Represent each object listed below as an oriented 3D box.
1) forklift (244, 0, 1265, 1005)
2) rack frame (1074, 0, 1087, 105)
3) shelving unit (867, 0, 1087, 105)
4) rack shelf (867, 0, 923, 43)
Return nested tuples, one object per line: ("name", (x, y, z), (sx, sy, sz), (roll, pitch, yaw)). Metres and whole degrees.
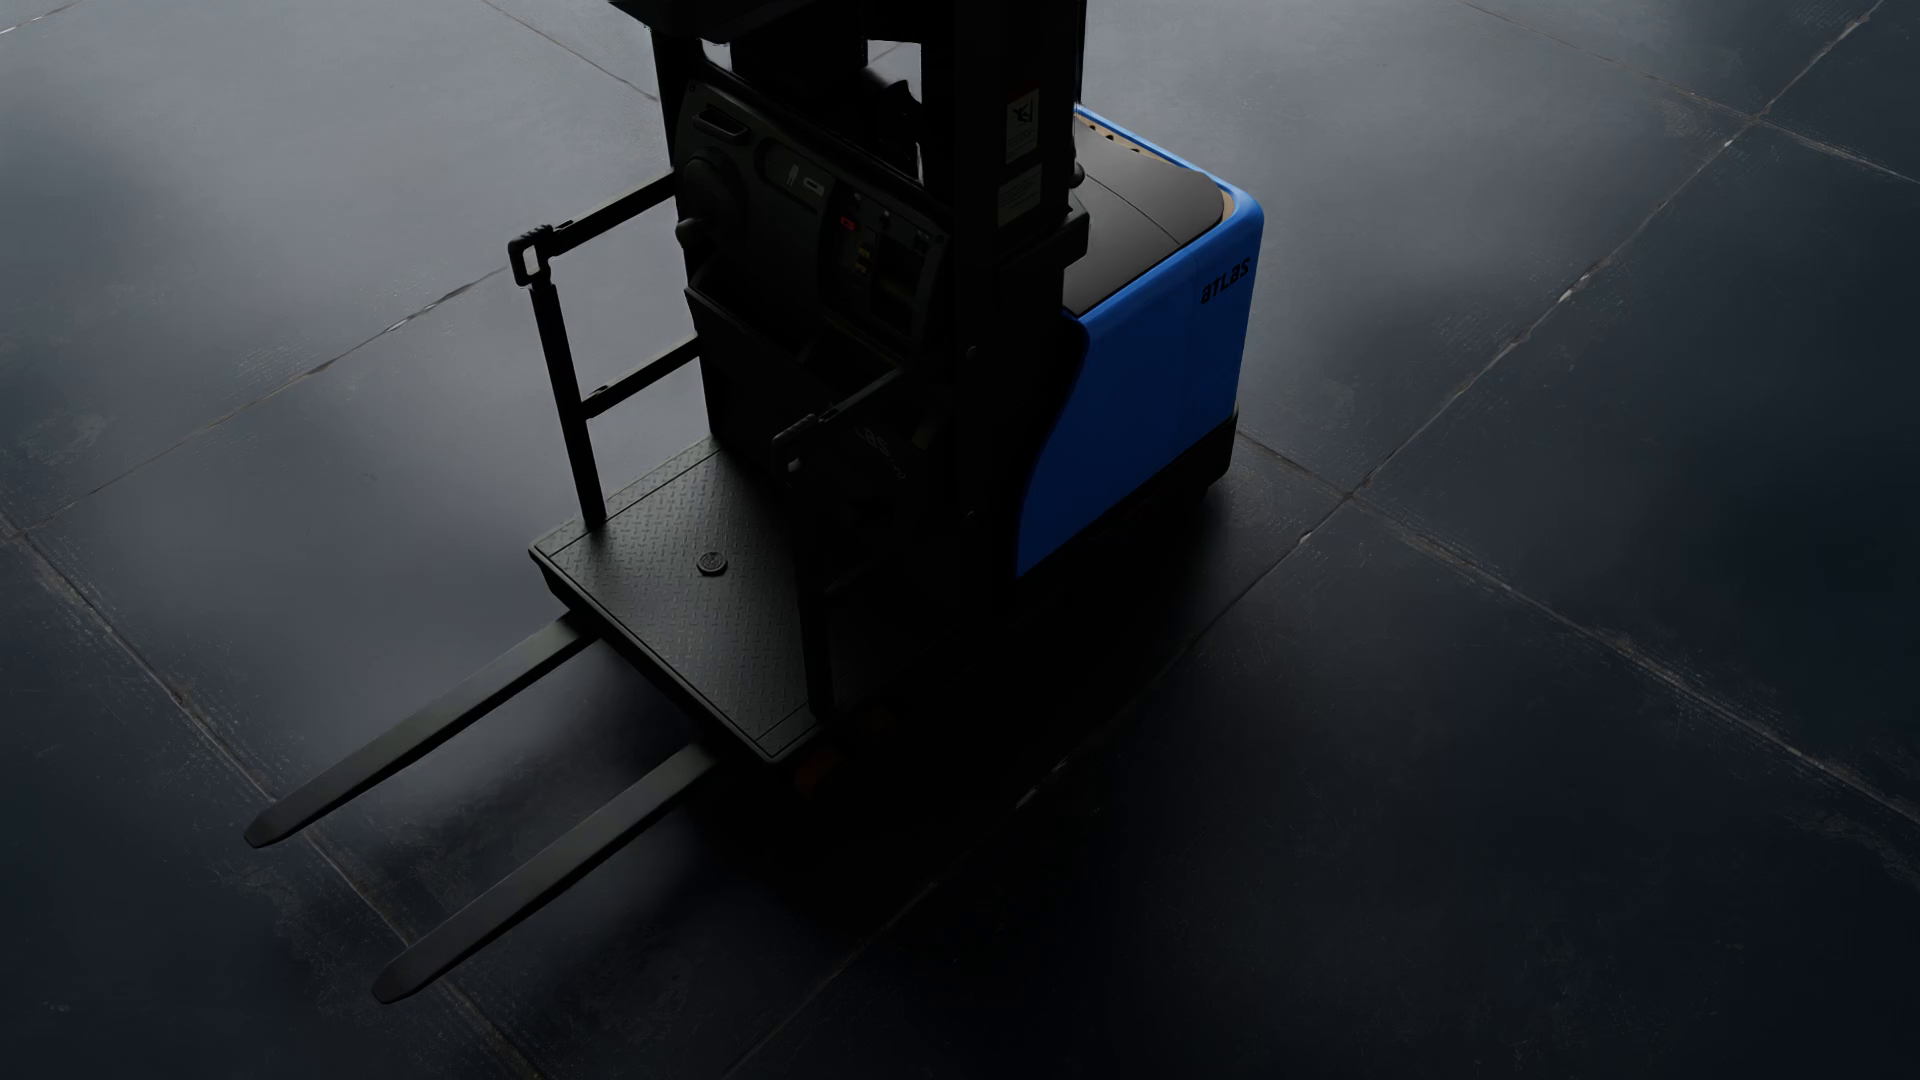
("forklift", (-0.522, -0.707, 3.903), (3.031, 2.935, 1.130), (-36, 56, -29))
("rack frame", (0.374, -1.366, 5.503), (0.023, 1.500, 0.400), (6, 47, 5))
("shelving unit", (0.011, -1.401, 5.537), (0.755, 1.500, 0.431), (6, 47, 5))
("rack shelf", (0.011, -1.668, 5.252), (0.720, 0.370, 0.431), (6, 47, 5))
